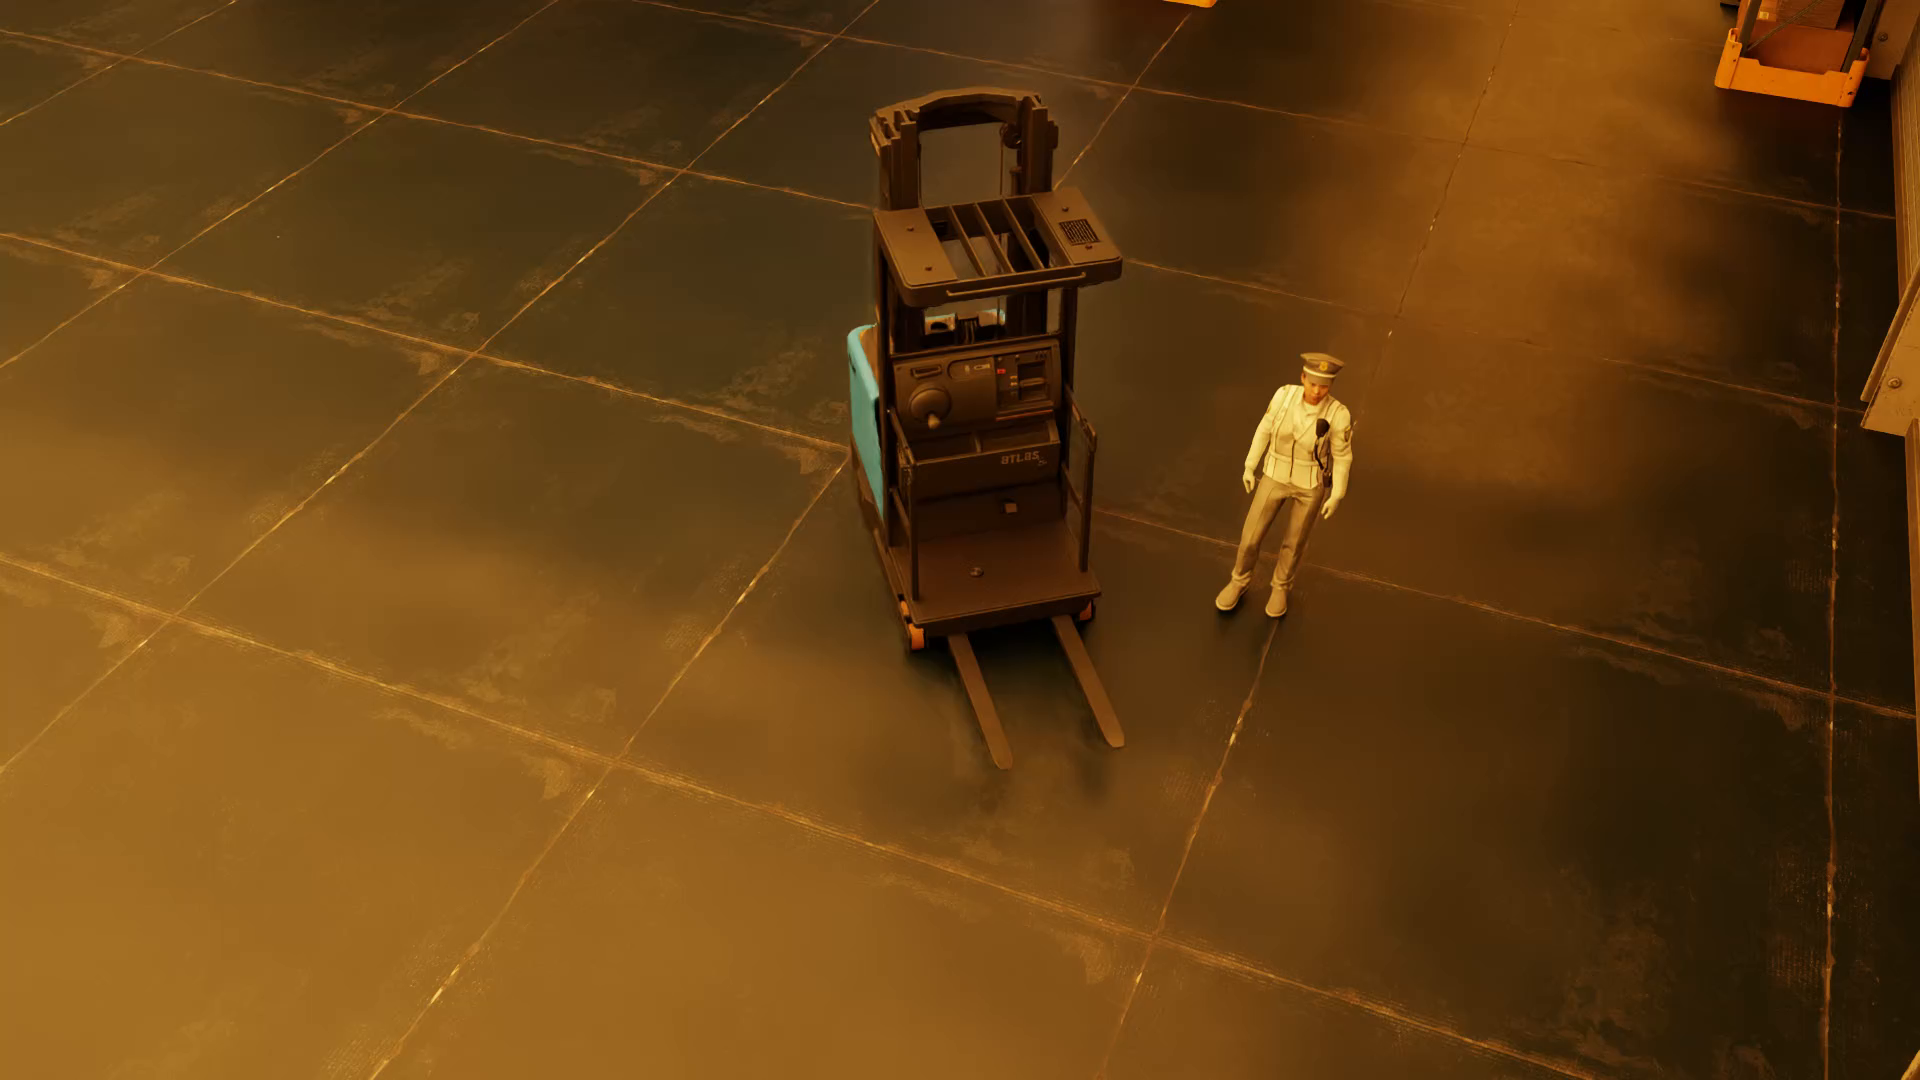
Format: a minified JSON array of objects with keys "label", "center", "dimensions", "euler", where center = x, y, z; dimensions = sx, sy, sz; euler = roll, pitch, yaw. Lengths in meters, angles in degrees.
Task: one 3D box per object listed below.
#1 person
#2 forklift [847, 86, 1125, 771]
[{"label":"person","center":[1.853,-0.290,9.309],"dimensions":[0.589,1.696,0.512],"euler":[17,43,19]},{"label":"forklift","center":[0.157,-0.766,8.921],"dimensions":[1.130,2.935,3.031],"euler":[-9,41,-11]}]
